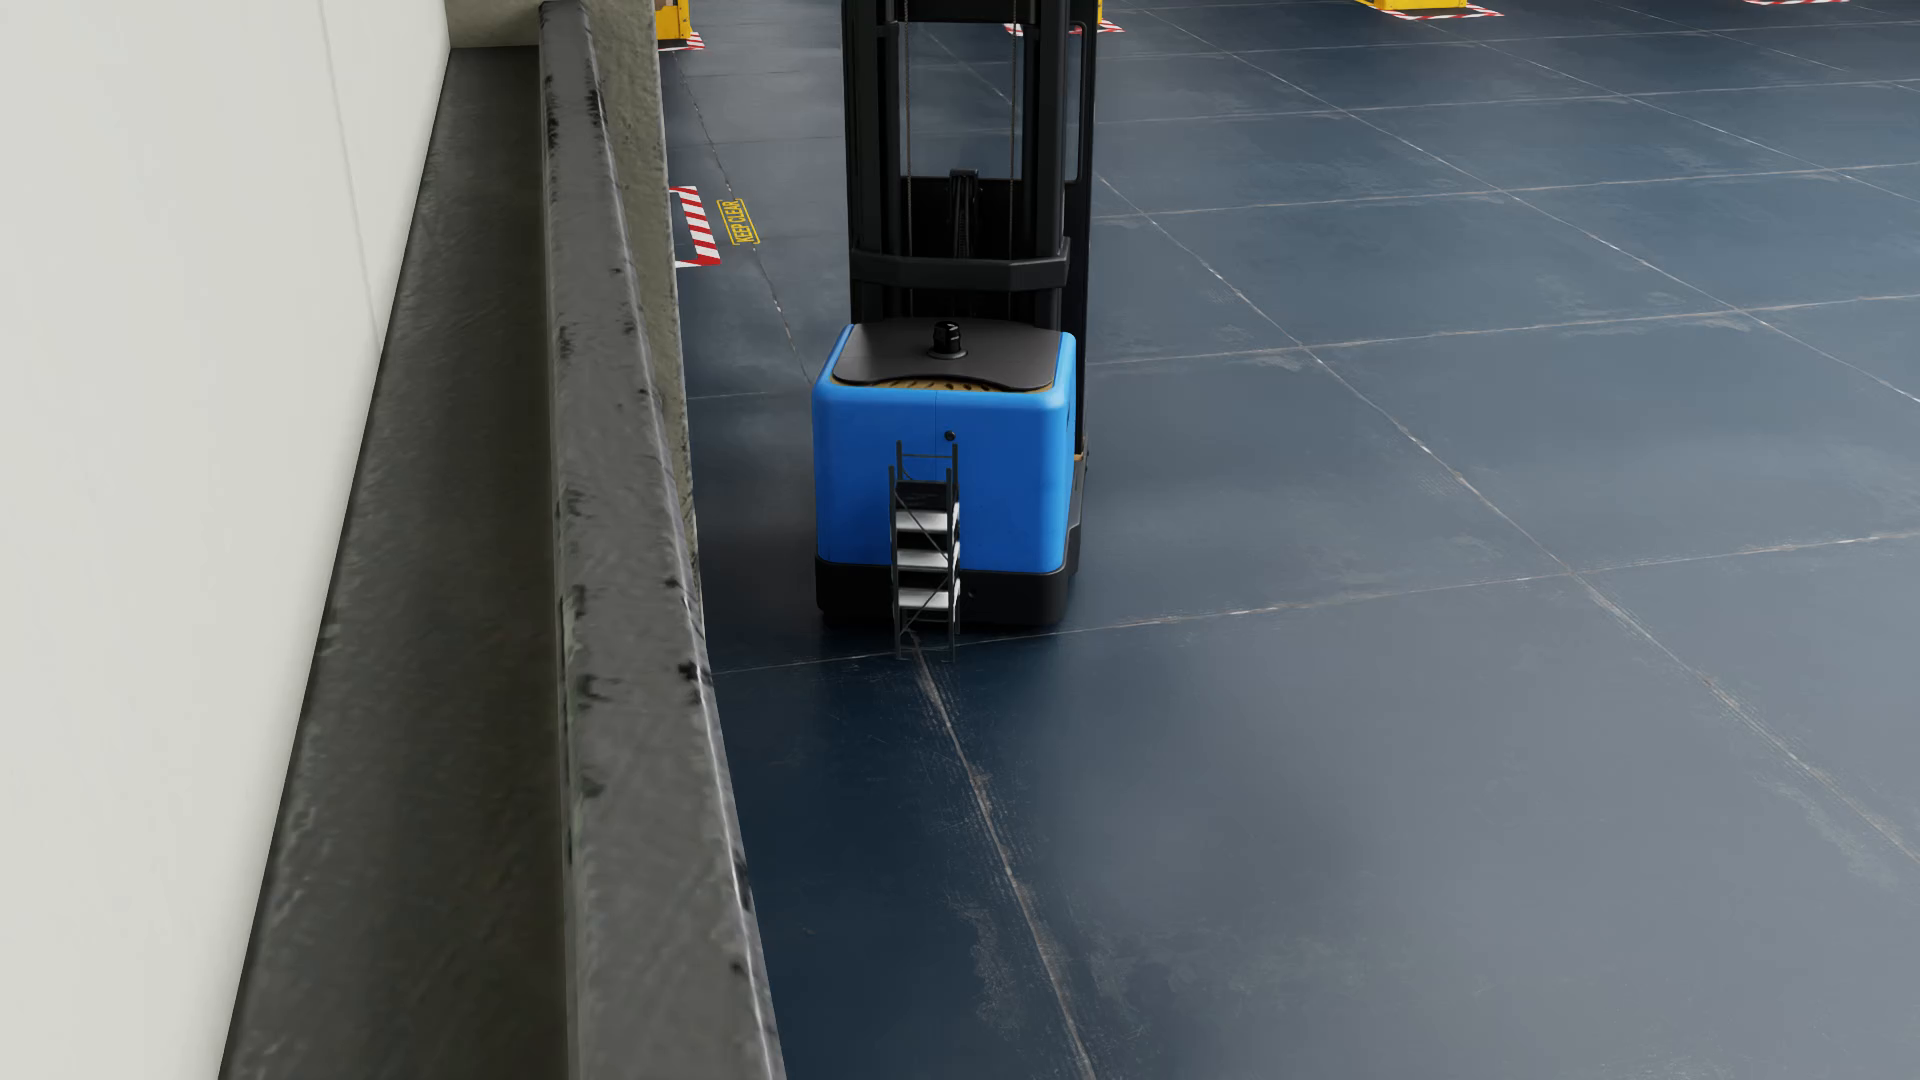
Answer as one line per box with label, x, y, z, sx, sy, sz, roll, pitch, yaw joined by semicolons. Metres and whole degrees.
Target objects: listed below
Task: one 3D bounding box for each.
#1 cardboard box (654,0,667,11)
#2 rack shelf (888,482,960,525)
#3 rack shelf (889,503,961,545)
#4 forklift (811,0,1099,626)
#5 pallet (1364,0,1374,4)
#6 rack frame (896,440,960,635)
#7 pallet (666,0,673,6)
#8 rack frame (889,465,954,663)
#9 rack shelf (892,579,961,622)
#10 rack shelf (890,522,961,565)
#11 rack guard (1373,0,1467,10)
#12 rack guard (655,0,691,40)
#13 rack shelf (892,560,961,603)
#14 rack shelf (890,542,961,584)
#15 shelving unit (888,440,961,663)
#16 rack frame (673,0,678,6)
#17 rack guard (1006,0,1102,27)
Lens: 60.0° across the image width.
cardboard box;-3.774;-6.441;19.678;0.500;0.311;0.500;-9;28;-17
rack shelf;-0.138;-0.147;6.503;0.258;0.077;0.200;3;31;6
rack shelf;-0.137;-0.070;6.549;0.258;0.077;0.200;3;31;6
forklift;0.068;-1.588;7.643;1.130;2.935;3.031;3;27;6
pallet;5.706;-7.279;21.937;1.003;0.211;1.213;-6;27;-12
rack frame;-0.125;0.003;6.712;0.240;0.900;0.006;3;31;6
pallet;-3.871;-6.281;19.959;1.003;0.211;1.213;-6;27;-12
rack frame;-0.147;0.108;6.539;0.240;0.900;0.006;3;31;6
rack shelf;-0.134;0.238;6.736;0.258;0.077;0.200;3;31;6
rack shelf;-0.136;0.007;6.596;0.258;0.077;0.200;3;31;6
rack guard;5.884;-7.051;21.164;1.175;0.500;0.348;-6;27;-12
rack guard;-3.723;-6.049;19.181;1.175;0.500;0.348;-6;27;-12
rack shelf;-0.135;0.161;6.689;0.258;0.077;0.200;3;31;6
rack shelf;-0.135;0.084;6.643;0.258;0.077;0.200;3;31;6
shelving unit;-0.136;0.056;6.625;0.258;0.900;0.210;3;31;6
rack frame;-3.706;-7.132;18.551;1.000;3.000;0.127;-6;27;-12
rack guard;1.125;-6.510;20.093;1.175;0.500;0.348;-6;27;-12
